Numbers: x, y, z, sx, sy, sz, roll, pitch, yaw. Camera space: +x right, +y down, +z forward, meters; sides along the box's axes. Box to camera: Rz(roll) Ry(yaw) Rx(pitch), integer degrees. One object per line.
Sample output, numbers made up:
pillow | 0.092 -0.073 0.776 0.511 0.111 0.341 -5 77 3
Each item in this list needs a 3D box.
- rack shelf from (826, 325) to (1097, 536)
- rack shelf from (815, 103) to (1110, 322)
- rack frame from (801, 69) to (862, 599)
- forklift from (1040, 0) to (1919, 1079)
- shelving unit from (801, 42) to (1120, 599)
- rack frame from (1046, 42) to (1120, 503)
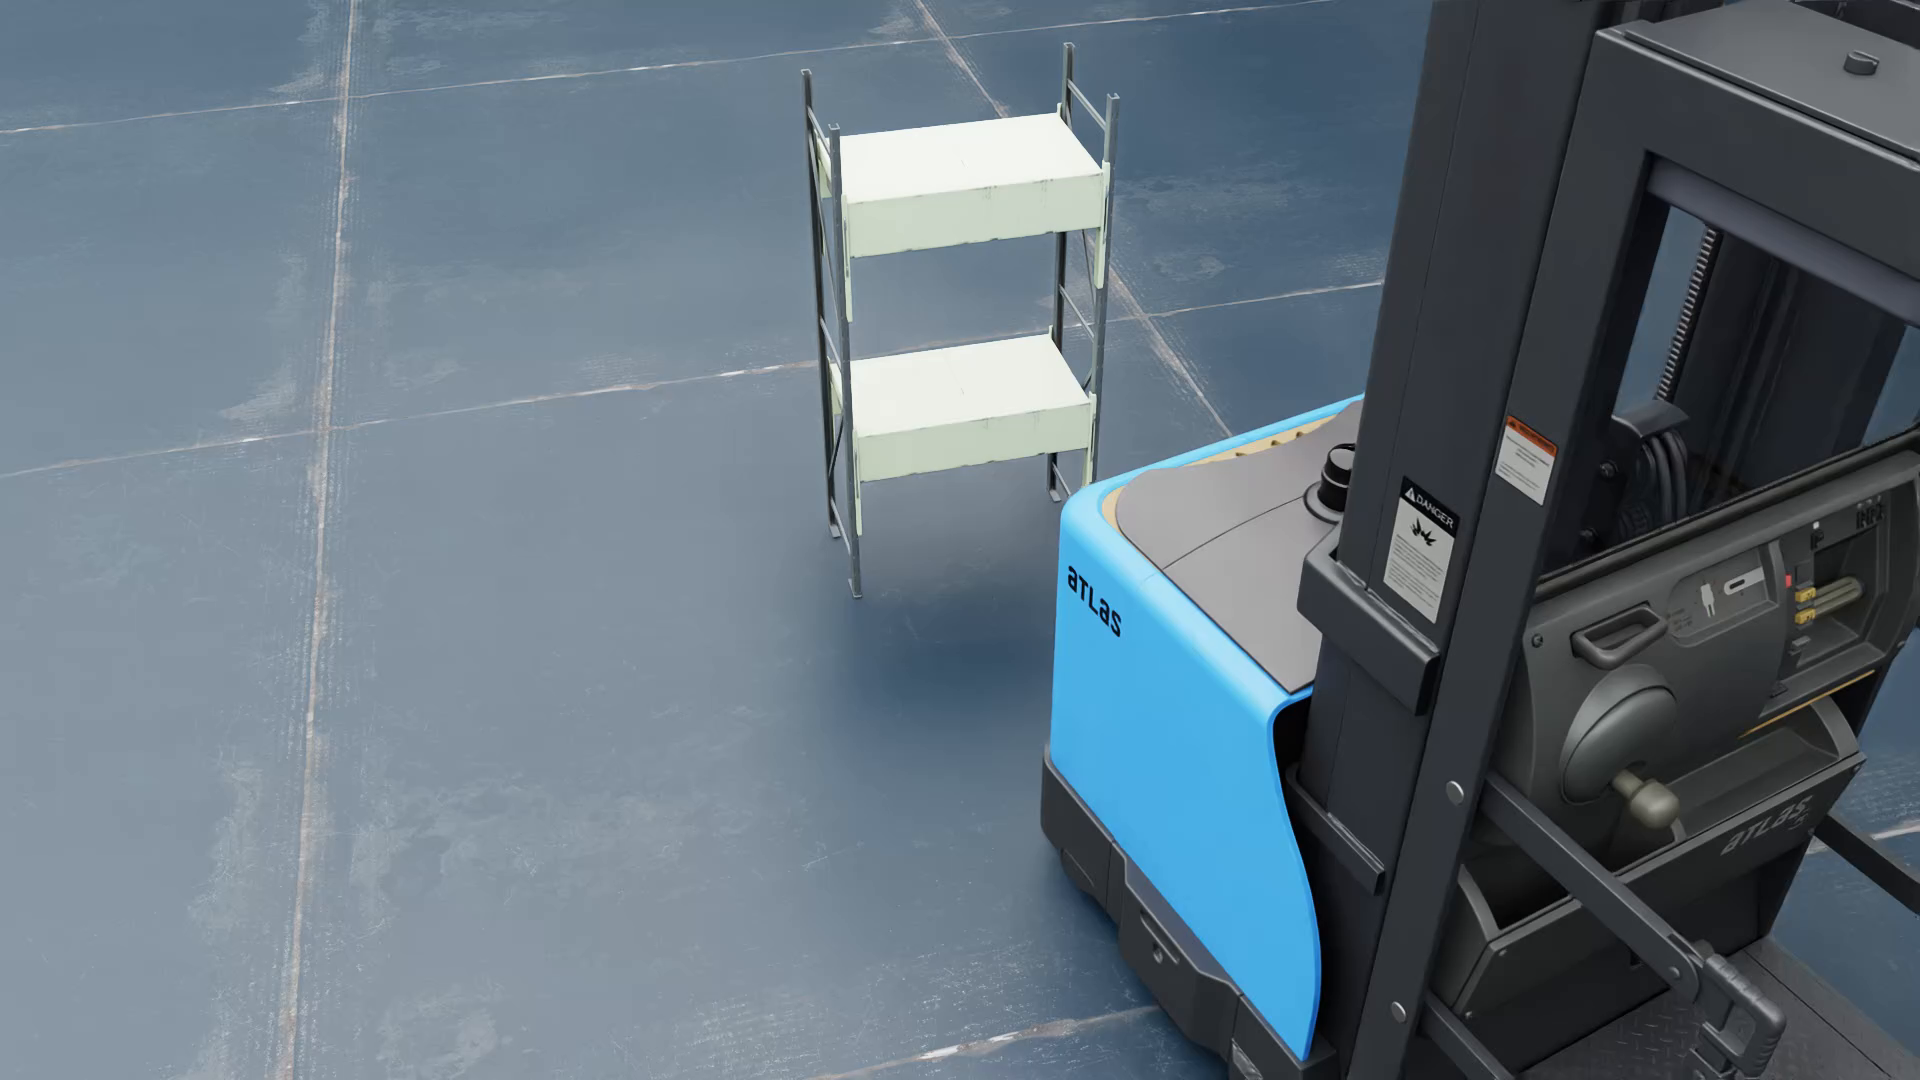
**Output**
rack shelf | -0.006 -0.336 4.991 0.720 0.370 0.431 -9 38 -12
rack shelf | -0.006 -0.905 4.556 0.720 0.370 0.431 -9 38 -12
rack frame | -0.360 -0.537 4.717 0.023 1.500 0.400 -9 38 -12
forklift | 1.358 0.228 2.539 1.130 2.935 3.031 -19 41 -23
shelving unit | -0.006 -0.595 4.793 0.755 1.500 0.431 -9 38 -12
rack frame | 0.347 -0.653 4.869 0.023 1.500 0.400 -9 38 -12
